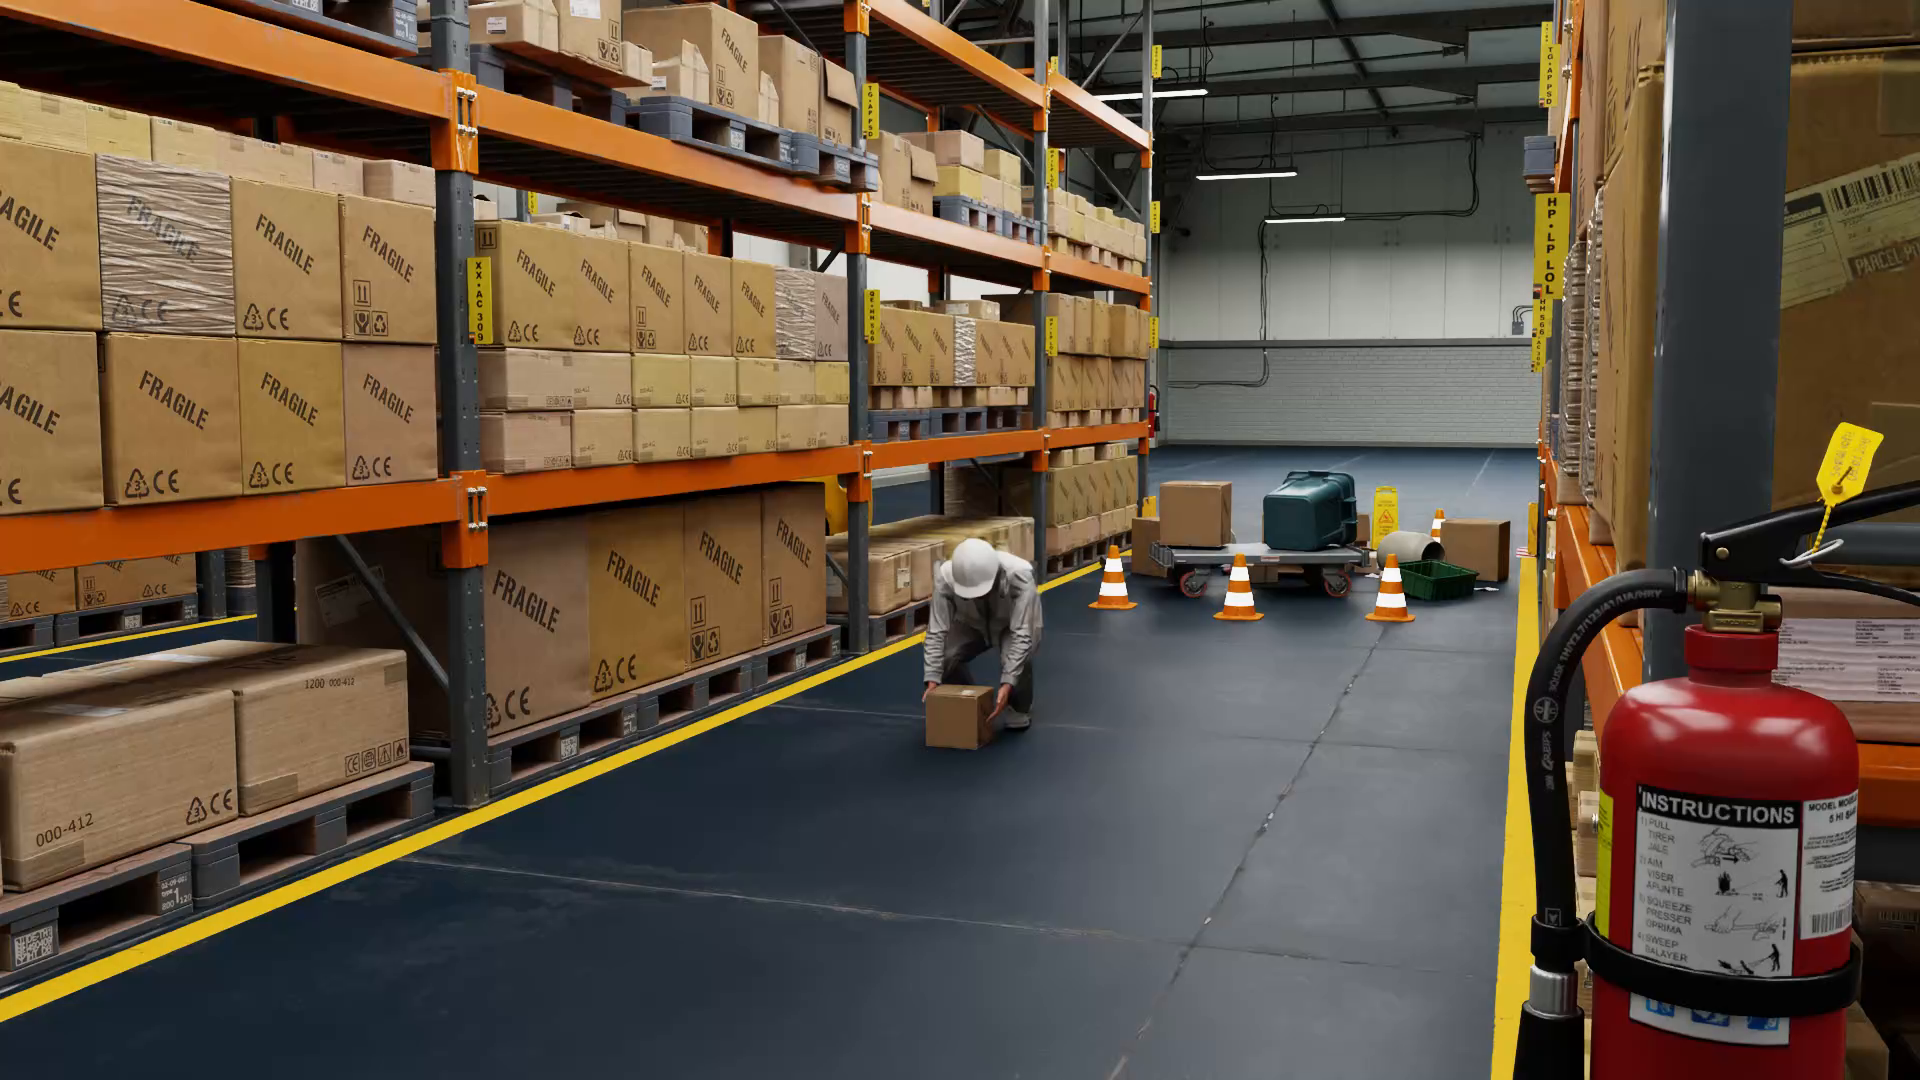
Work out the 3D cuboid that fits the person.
[{"bbox_3d":[0.134,0.440,7.994,0.537,0.964,0.908,2,5,18],"label":"person"}]
